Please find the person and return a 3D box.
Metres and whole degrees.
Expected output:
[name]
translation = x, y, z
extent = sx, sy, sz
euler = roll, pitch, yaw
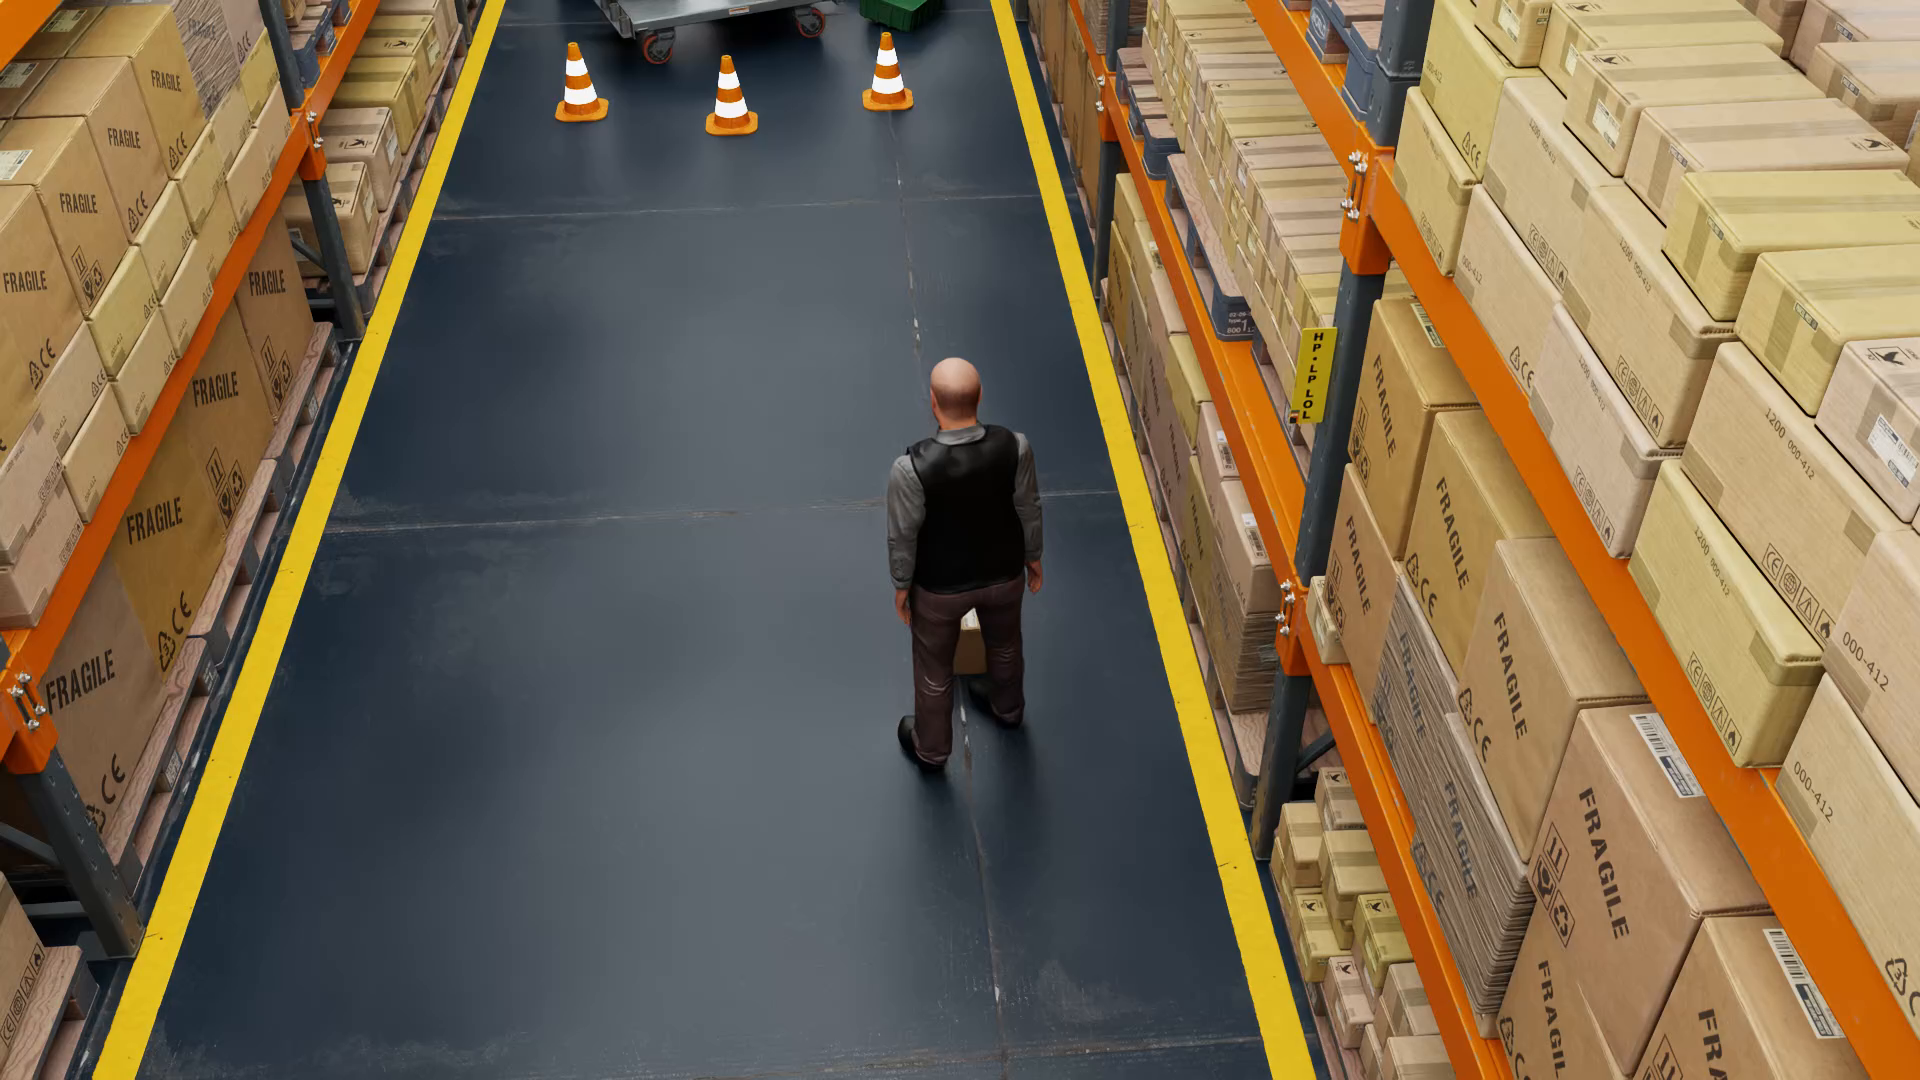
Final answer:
[person]
translation = -0.001, 0.098, 6.032
extent = 0.582, 1.706, 0.463
euler = -12, 40, -14
